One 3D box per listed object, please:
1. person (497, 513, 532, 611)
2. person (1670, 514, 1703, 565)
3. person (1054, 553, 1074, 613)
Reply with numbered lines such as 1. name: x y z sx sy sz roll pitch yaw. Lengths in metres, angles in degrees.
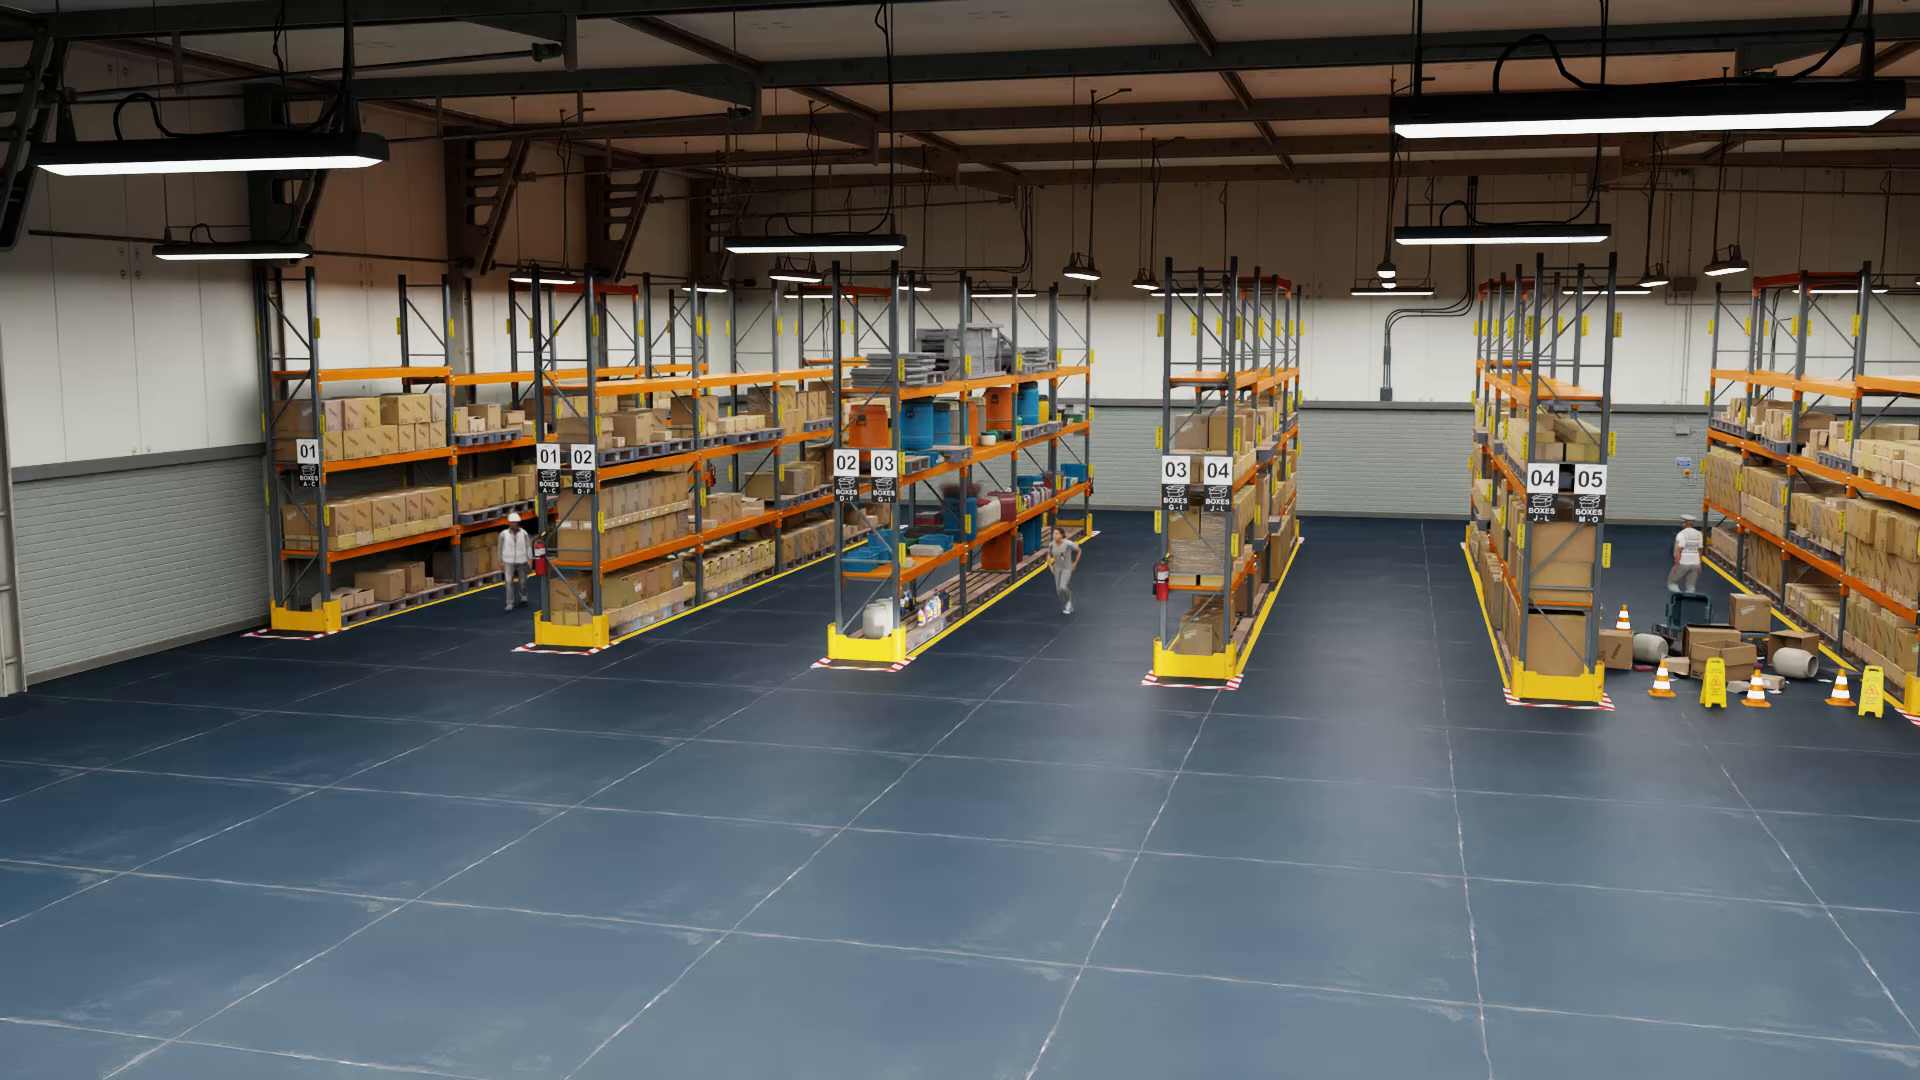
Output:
1. person: -7.965 0.366 29.752 0.603 1.717 1.107 -1 7 -10
2. person: 12.754 0.001 29.119 0.537 0.893 0.399 -2 8 -15
3. person: 1.830 0.747 29.239 0.348 1.129 0.671 4 8 26
